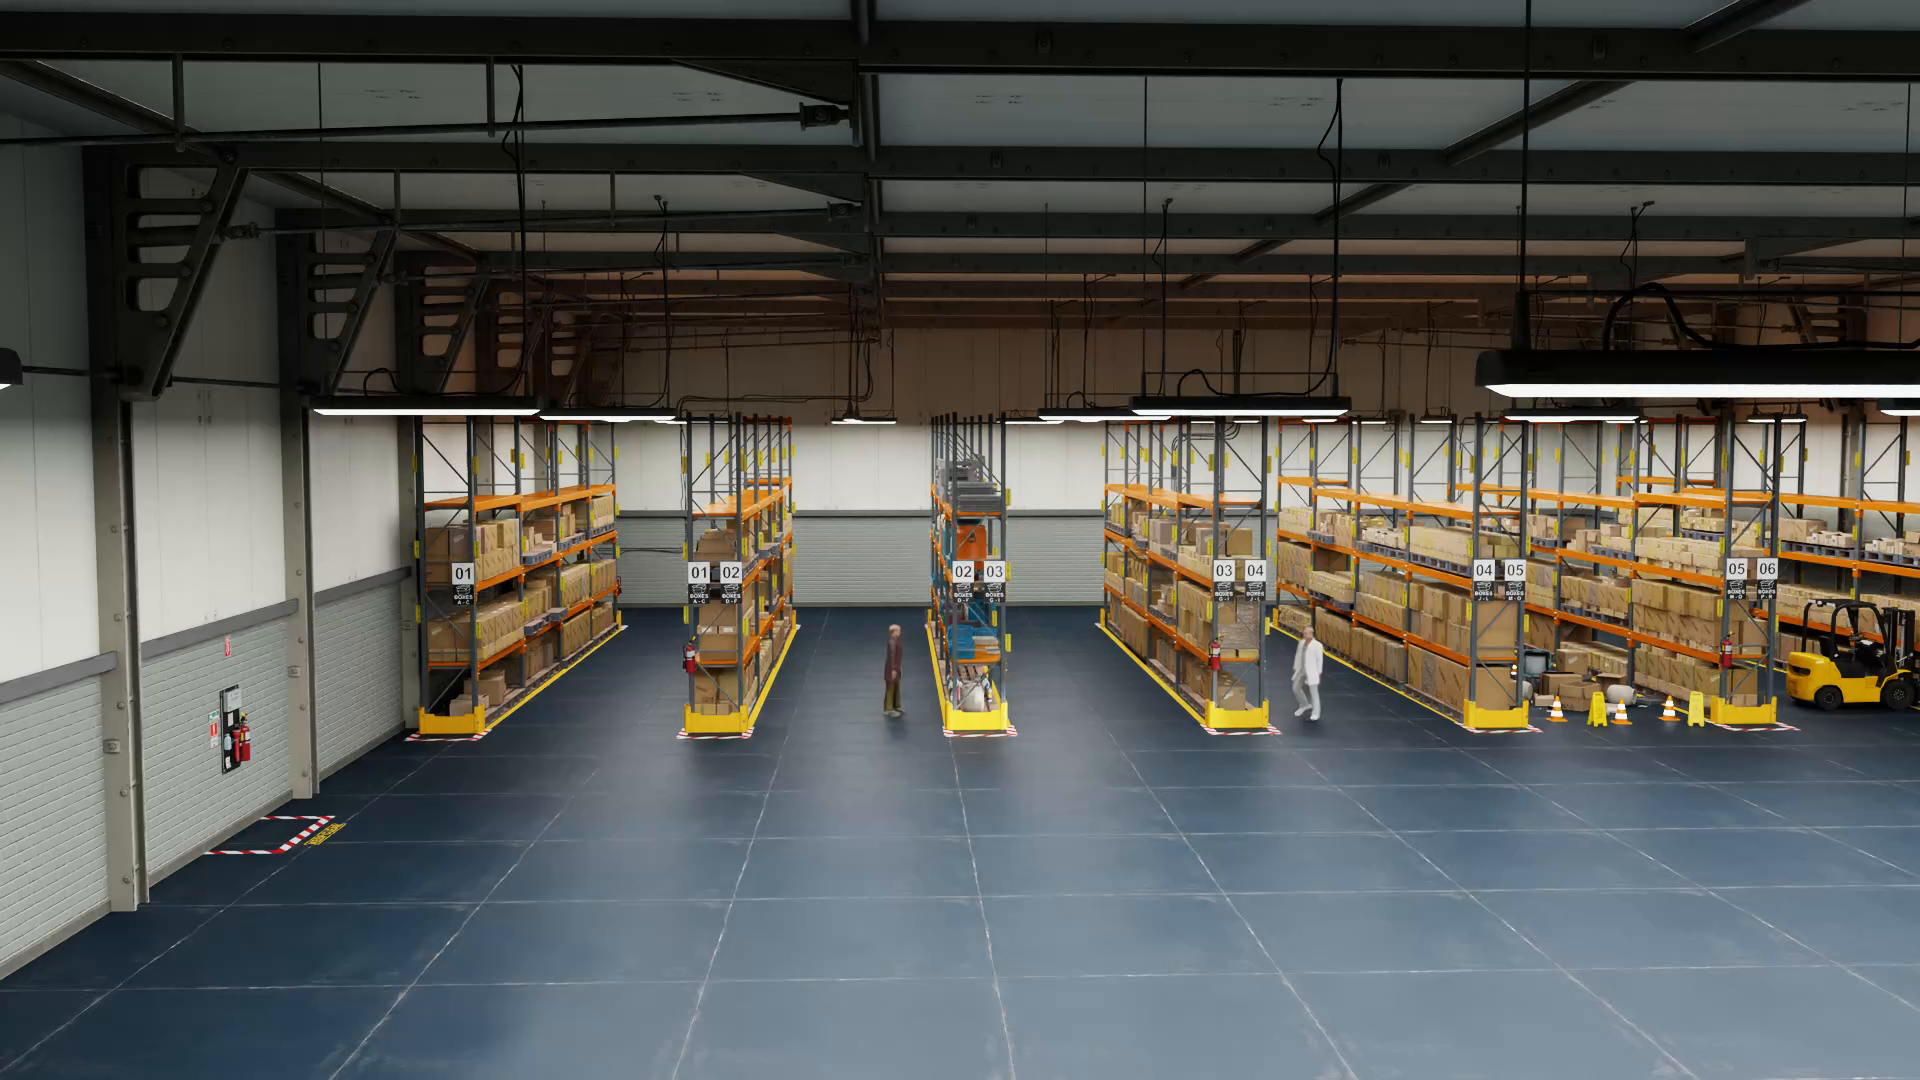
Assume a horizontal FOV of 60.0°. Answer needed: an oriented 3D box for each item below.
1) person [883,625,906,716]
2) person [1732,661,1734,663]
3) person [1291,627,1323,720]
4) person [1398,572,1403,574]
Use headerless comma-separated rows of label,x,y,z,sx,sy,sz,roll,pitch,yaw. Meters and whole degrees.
person,-1.302,2.578,33.037,0.465,1.799,0.604,0,4,-2
person,16.592,2.423,36.033,0.586,1.748,0.392,-3,5,-42
person,6.819,2.601,32.605,0.509,1.796,0.630,-4,5,-44
person,11.918,1.759,45.253,0.462,1.798,0.573,1,4,15
